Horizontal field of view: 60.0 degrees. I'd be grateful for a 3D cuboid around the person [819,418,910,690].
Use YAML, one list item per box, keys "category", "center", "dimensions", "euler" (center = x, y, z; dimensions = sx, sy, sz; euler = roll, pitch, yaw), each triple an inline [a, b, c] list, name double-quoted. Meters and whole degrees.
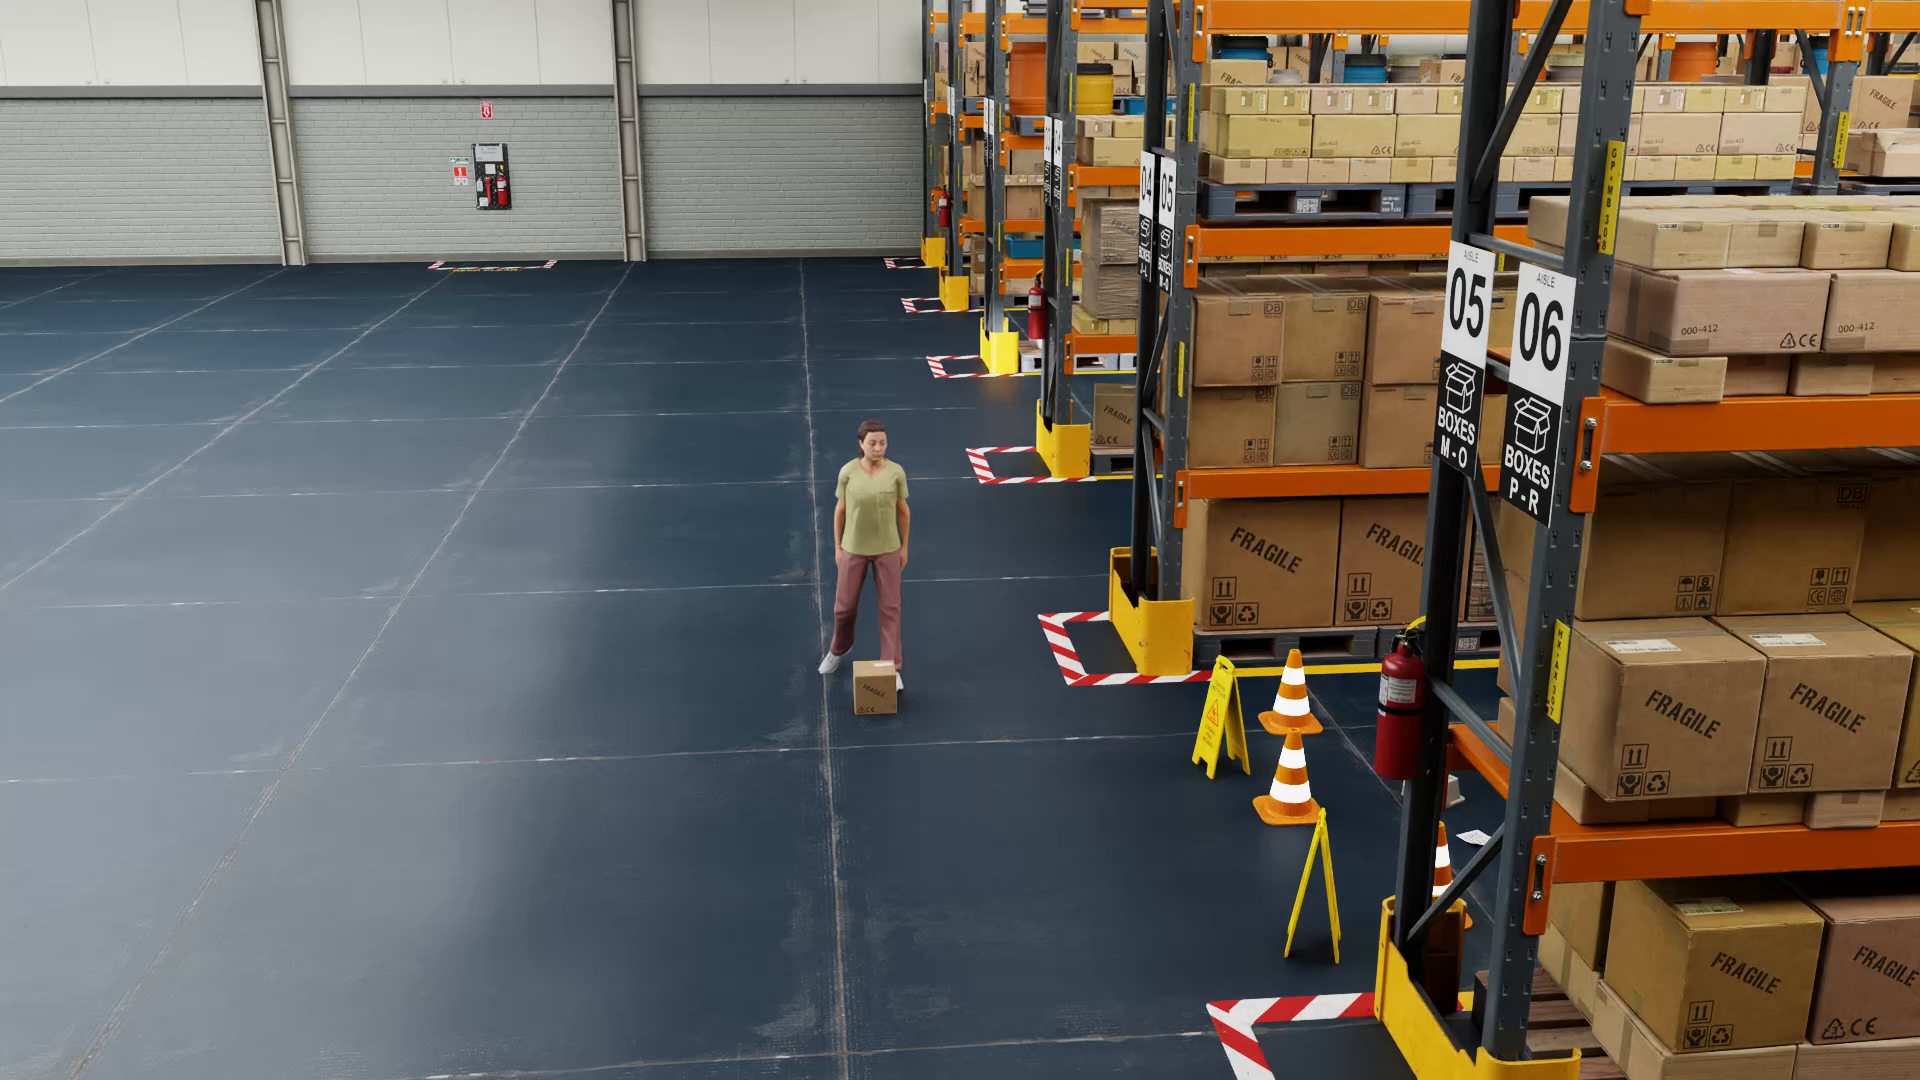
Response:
- category: "person"
  center: [-0.600, 0.079, 10.318]
  dimensions: [0.585, 1.696, 0.584]
  euler: [-2, 17, -6]
